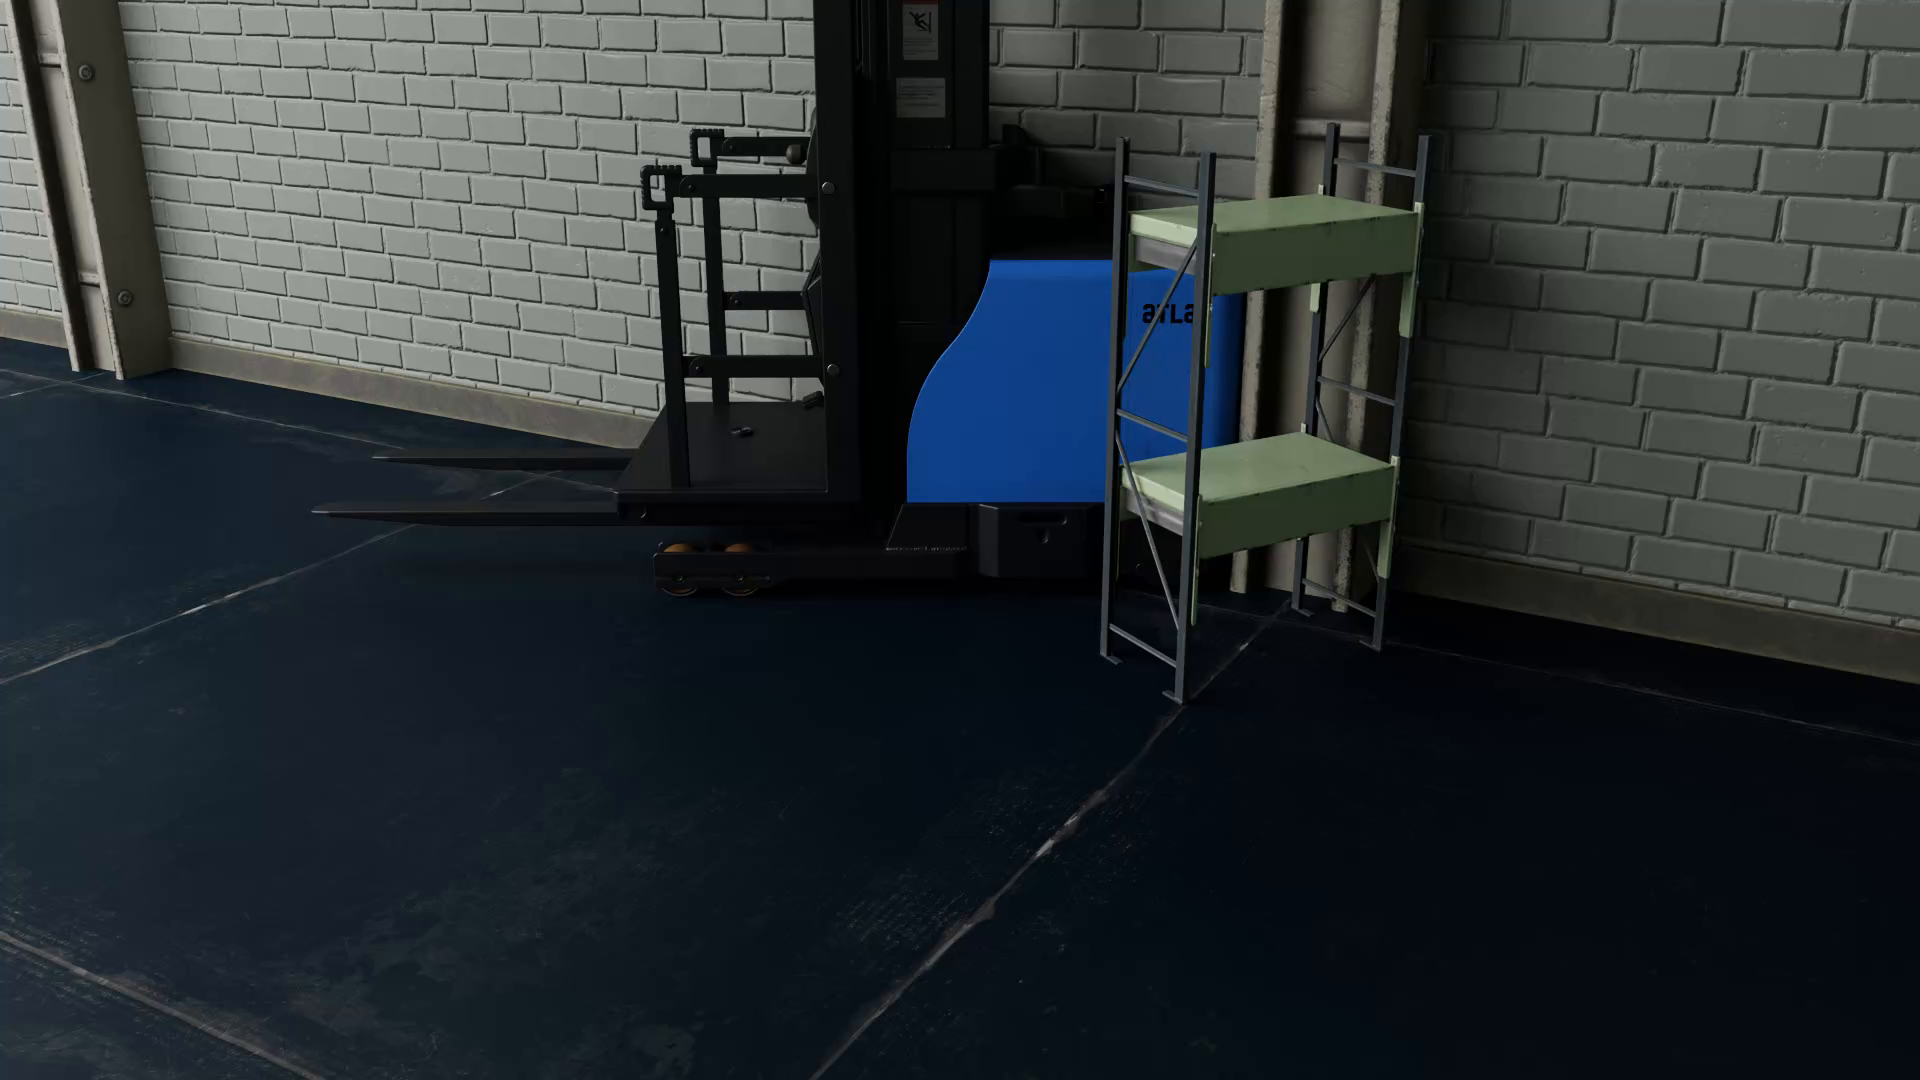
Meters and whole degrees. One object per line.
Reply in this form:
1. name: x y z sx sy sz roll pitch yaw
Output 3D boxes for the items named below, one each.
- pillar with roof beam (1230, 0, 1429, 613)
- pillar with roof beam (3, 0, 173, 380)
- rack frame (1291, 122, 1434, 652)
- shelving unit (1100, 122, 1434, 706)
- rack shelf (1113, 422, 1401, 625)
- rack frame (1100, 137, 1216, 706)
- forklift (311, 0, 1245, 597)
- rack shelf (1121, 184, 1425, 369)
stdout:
1. pillar with roof beam: -0.975 -2.797 0.380 0.400 9.000 9.100 11 23 27
2. pillar with roof beam: -6.213 -3.795 3.131 0.400 9.000 9.100 11 23 27
3. rack frame: 1.158 -0.432 4.855 0.023 1.500 0.400 -11 23 -28
4. shelving unit: 0.841 -0.369 4.684 0.755 1.500 0.431 -11 23 -28
5. rack shelf: 0.841 -0.063 4.795 0.720 0.370 0.431 -11 23 -28
6. rack frame: 0.524 -0.307 4.512 0.023 1.500 0.400 -11 23 -28
7. forklift: -0.623 -1.377 5.362 3.031 2.935 1.130 0 20 0
8. rack shelf: 0.841 -0.736 4.551 0.720 0.370 0.431 -11 23 -28
